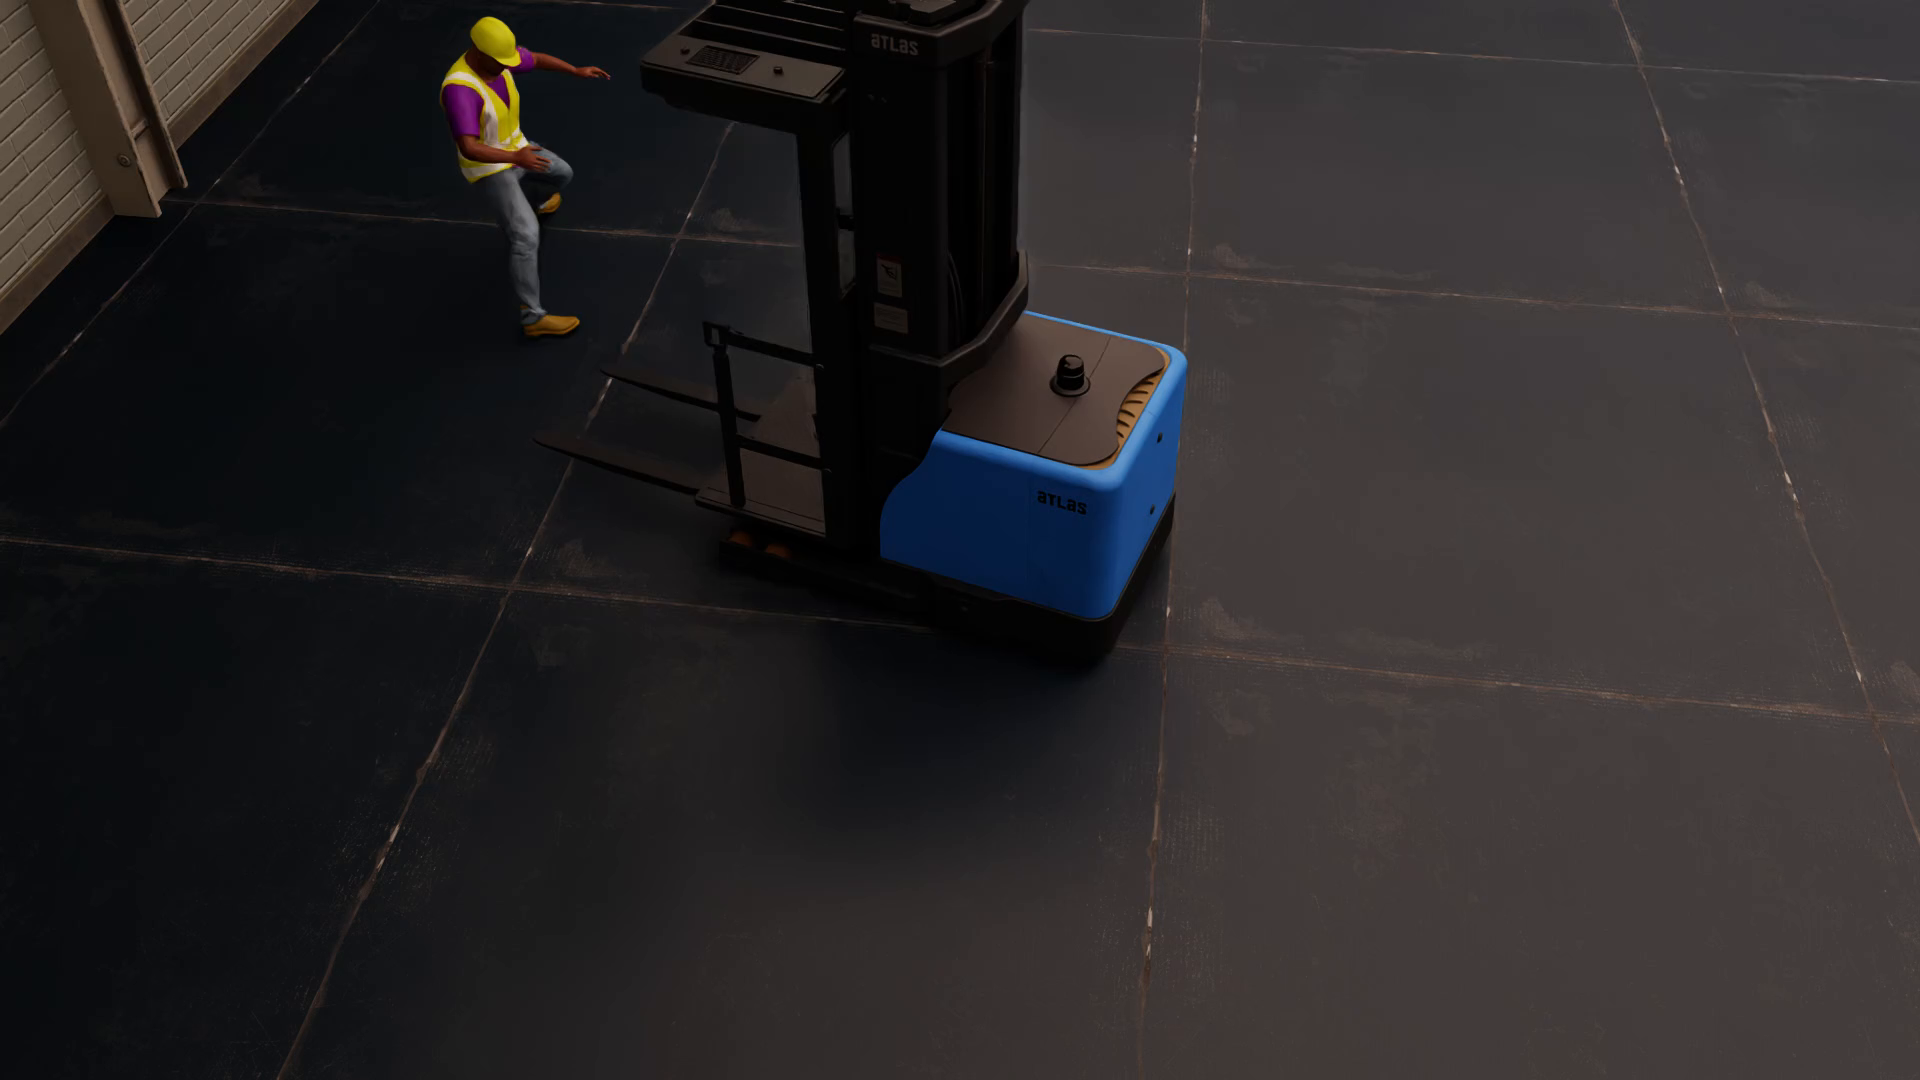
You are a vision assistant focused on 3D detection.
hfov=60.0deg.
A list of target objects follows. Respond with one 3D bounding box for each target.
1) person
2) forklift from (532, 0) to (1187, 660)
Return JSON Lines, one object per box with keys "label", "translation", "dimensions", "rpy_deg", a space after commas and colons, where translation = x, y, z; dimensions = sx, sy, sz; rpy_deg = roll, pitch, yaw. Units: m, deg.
{"label": "person", "translation": [-2.343, -2.132, 9.065], "dimensions": [0.773, 1.552, 1.316], "rpy_deg": [9, 43, 10]}
{"label": "forklift", "translation": [-0.566, -1.213, 7.045], "dimensions": [3.031, 2.935, 1.130], "rpy_deg": [16, 45, 17]}
